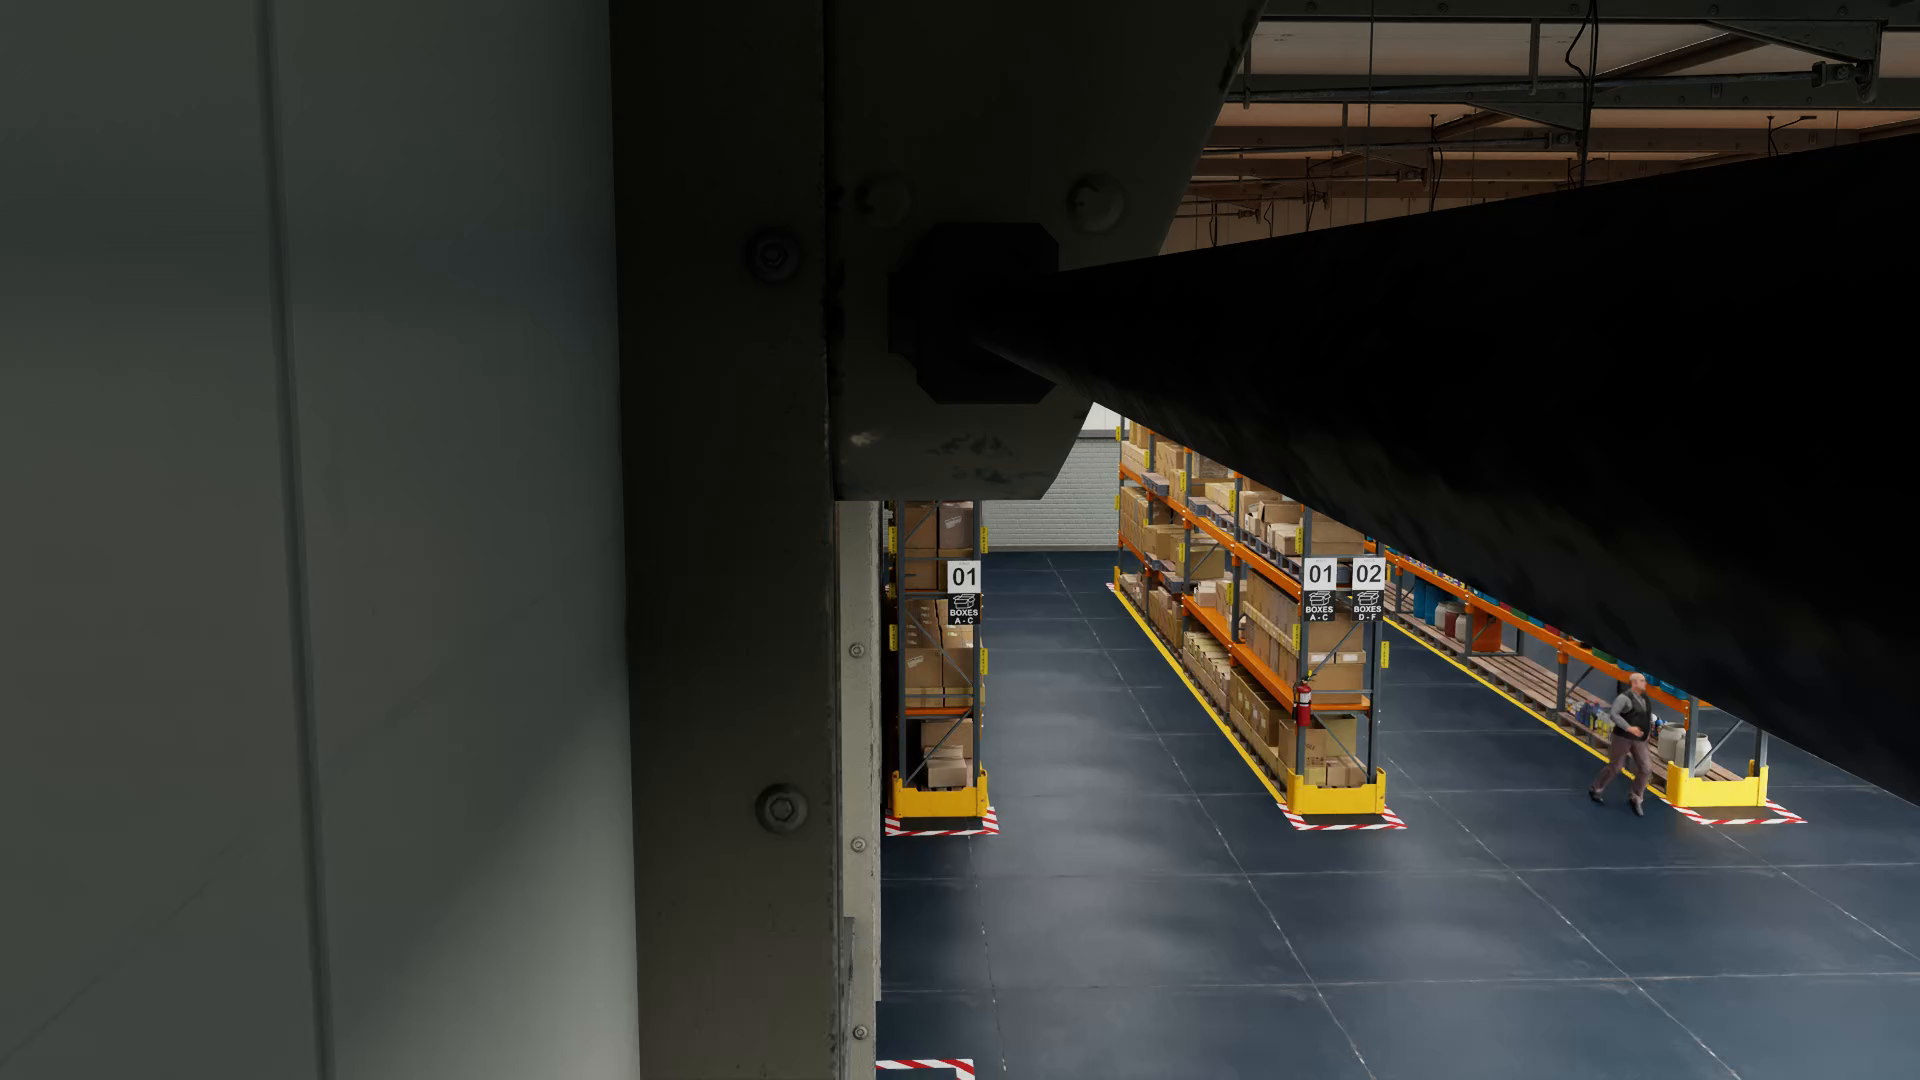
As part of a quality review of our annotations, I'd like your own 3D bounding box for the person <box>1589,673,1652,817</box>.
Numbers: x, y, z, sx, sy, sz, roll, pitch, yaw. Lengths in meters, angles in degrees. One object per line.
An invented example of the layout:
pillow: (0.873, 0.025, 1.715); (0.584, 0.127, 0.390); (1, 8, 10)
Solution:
person: (8.385, 2.523, 20.788); (0.733, 1.748, 0.754); (-3, 9, -23)
